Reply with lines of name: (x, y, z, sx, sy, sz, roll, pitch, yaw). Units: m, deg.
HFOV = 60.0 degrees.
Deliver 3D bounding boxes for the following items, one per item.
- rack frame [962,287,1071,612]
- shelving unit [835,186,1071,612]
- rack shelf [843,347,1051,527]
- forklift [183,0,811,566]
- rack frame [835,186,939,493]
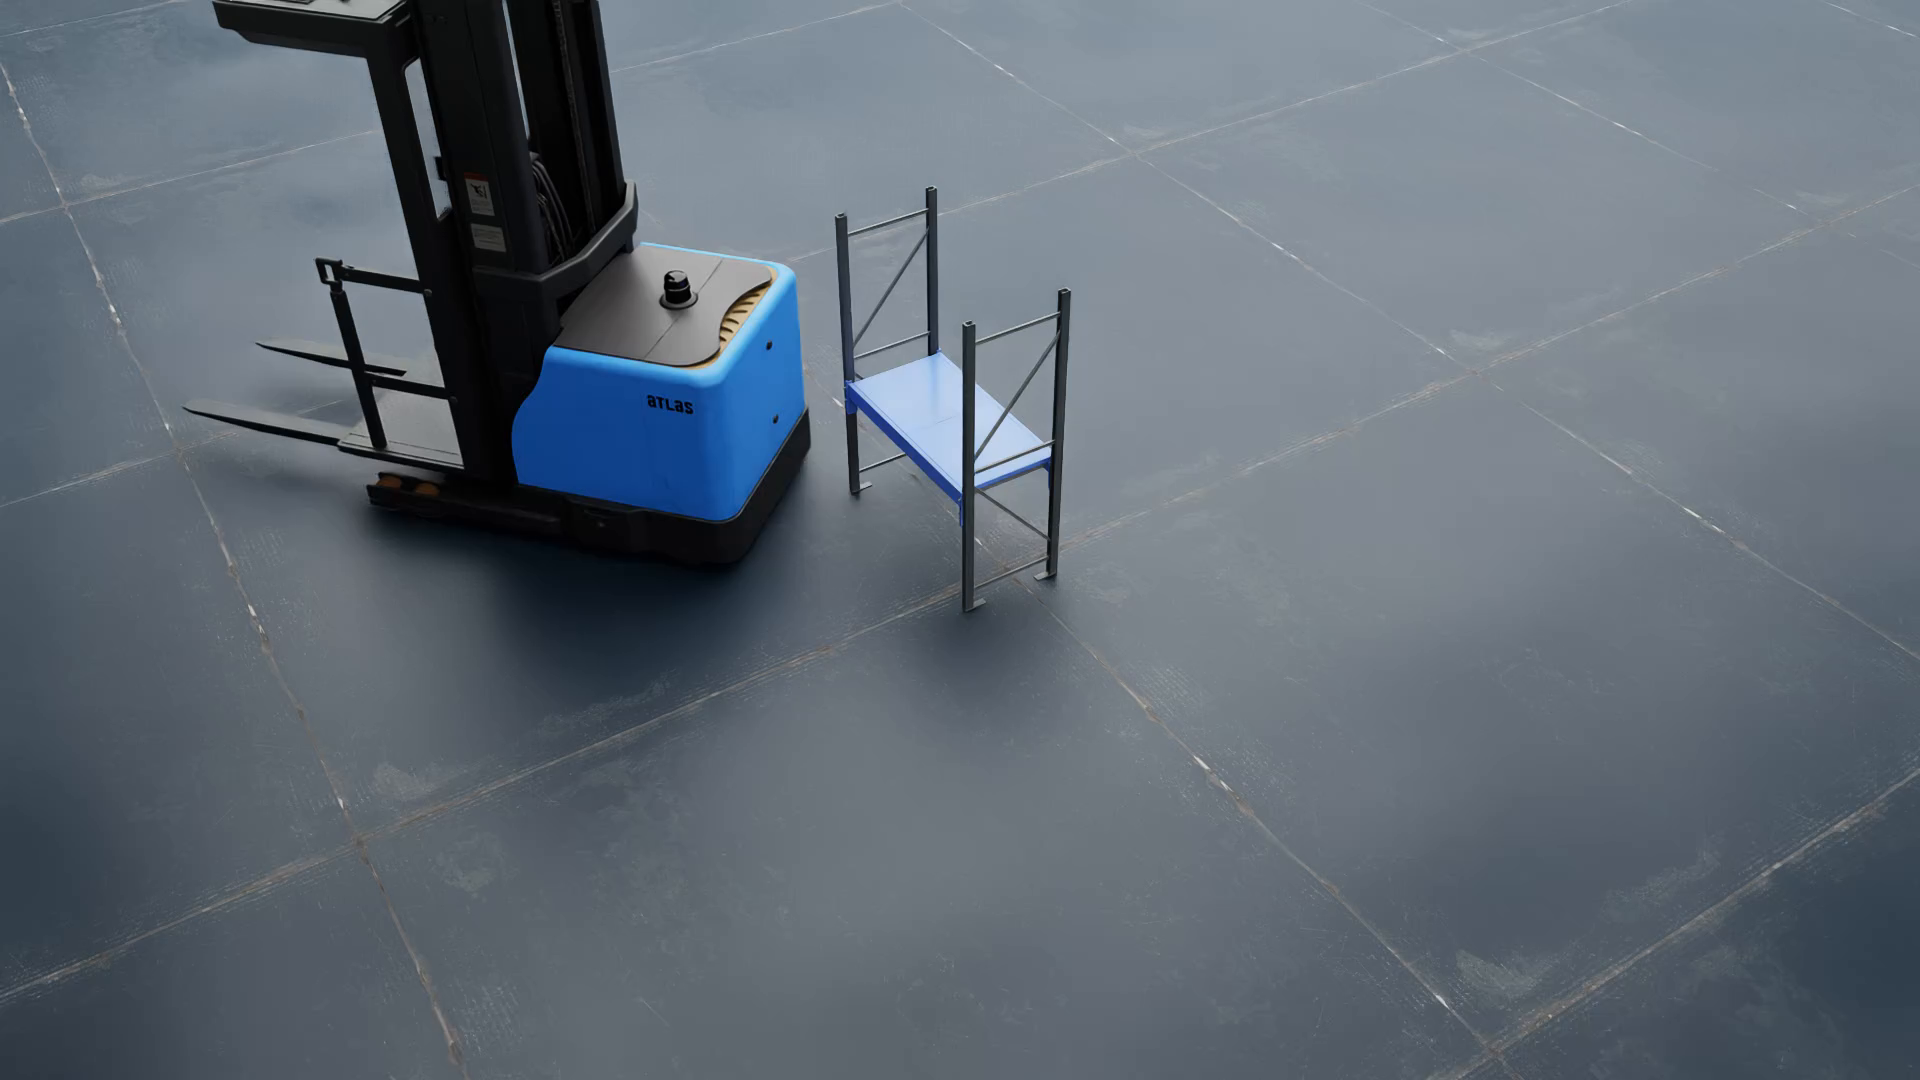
rack frame: (0.227, -0.348, 7.056, 0.500, 1.500, 0.032, -22, 45, -24)
shelving unit: (-0.046, -0.622, 7.386, 0.538, 1.500, 1.048, -22, 45, -24)
rack shelf: (-0.046, -0.484, 7.501, 0.538, 0.185, 1.000, -22, 45, -24)
forklift: (-2.316, -1.543, 7.373, 3.031, 2.935, 1.130, 11, 41, 13)
rack frame: (-0.319, -0.897, 7.715, 0.500, 1.500, 0.032, -22, 45, -24)
